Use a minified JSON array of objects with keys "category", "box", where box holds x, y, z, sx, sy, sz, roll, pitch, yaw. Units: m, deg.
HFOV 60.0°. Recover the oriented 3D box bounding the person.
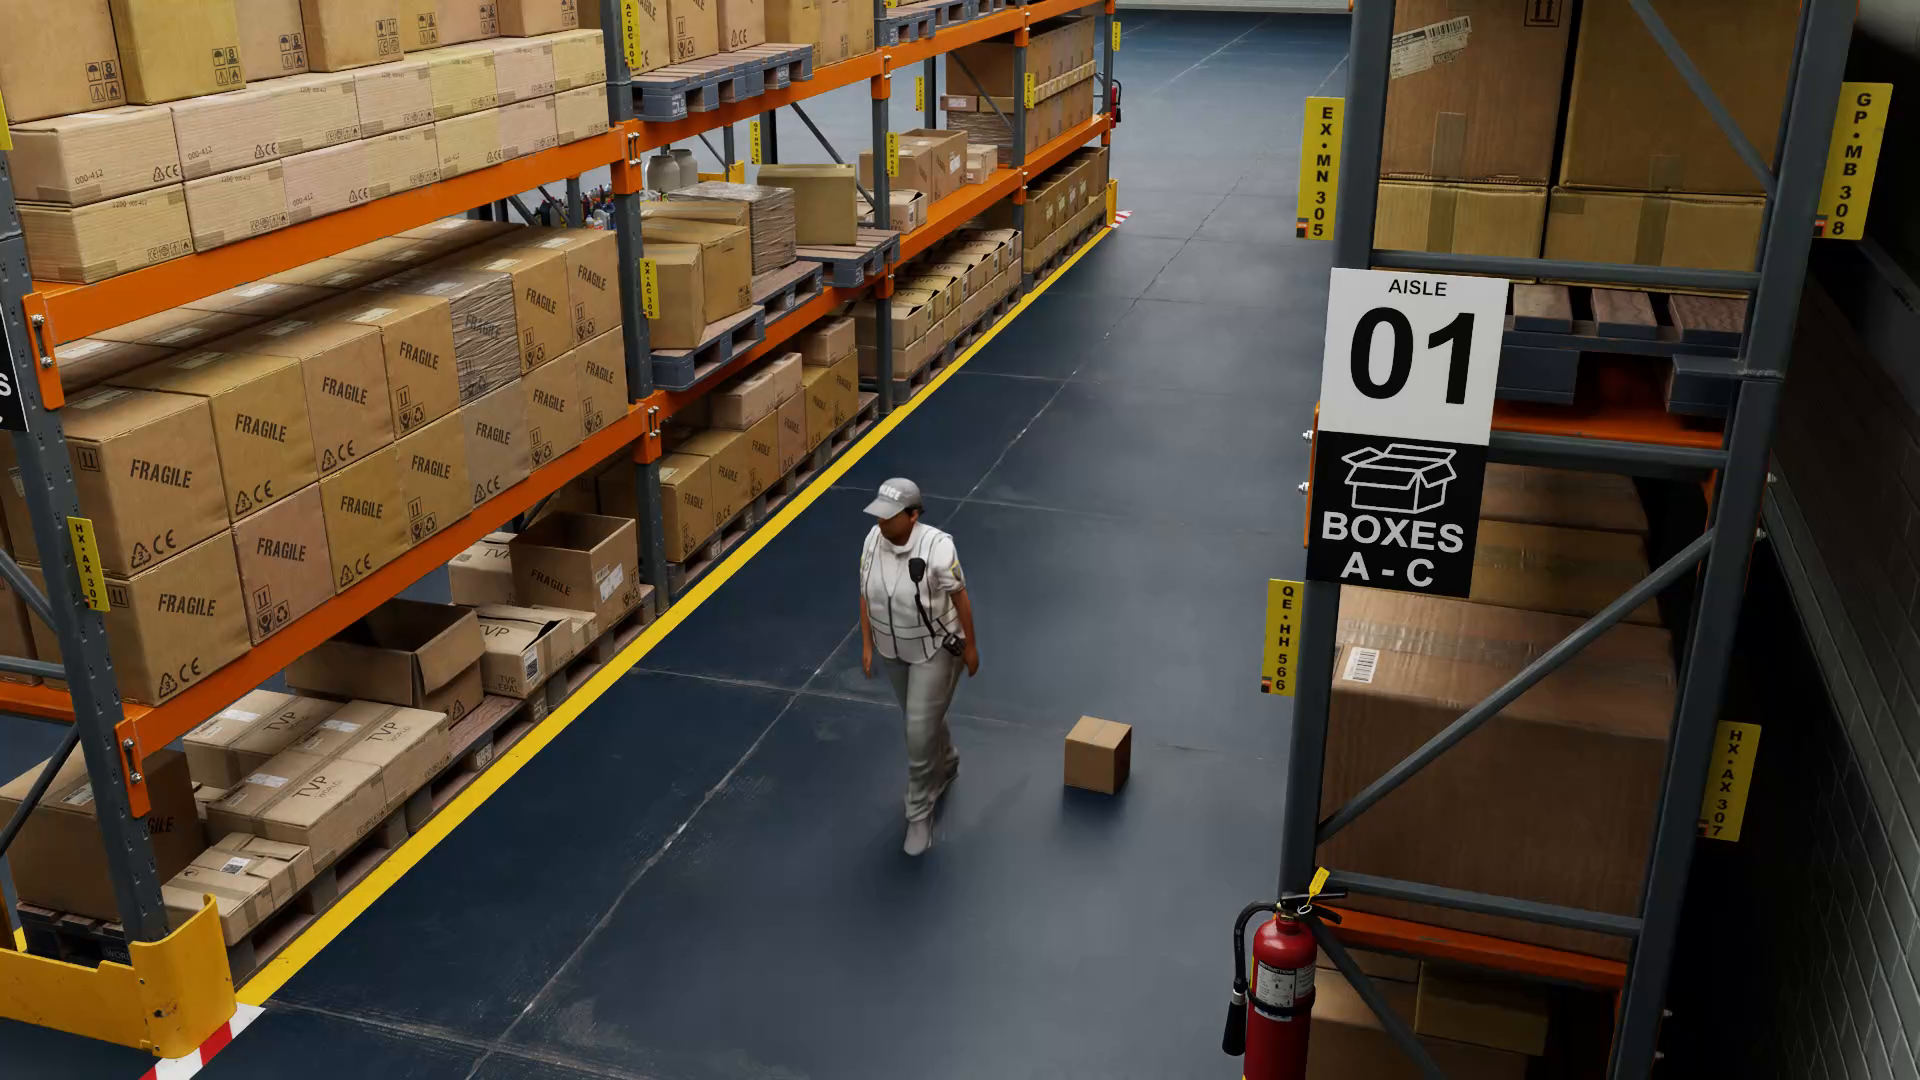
[{"category":"person","box":[-0.200,0.500,7.406,0.507,1.695,0.652,15,26,32]}]
